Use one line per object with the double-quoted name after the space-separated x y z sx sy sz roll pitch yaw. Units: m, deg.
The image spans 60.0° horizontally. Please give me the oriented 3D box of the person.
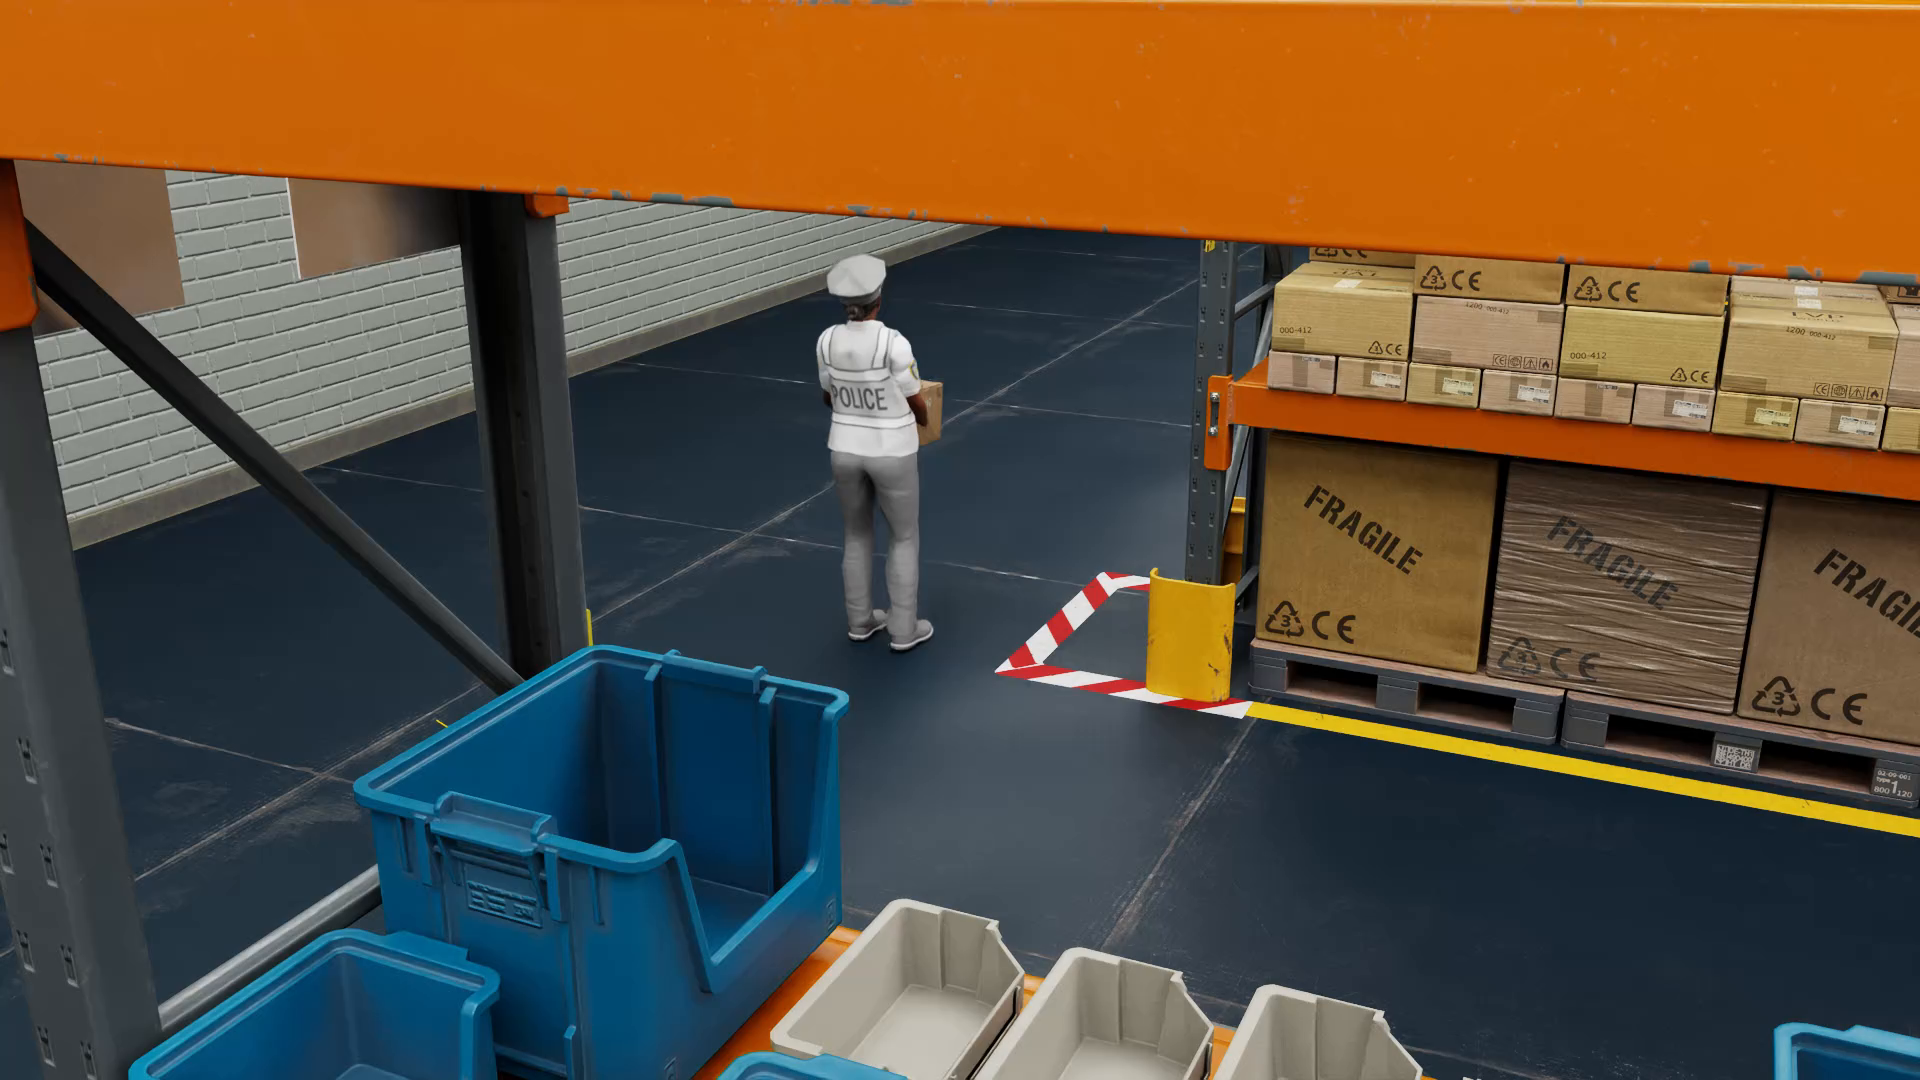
-0.350 -0.382 7.109 0.455 1.697 0.530 7 20 19 "person"
